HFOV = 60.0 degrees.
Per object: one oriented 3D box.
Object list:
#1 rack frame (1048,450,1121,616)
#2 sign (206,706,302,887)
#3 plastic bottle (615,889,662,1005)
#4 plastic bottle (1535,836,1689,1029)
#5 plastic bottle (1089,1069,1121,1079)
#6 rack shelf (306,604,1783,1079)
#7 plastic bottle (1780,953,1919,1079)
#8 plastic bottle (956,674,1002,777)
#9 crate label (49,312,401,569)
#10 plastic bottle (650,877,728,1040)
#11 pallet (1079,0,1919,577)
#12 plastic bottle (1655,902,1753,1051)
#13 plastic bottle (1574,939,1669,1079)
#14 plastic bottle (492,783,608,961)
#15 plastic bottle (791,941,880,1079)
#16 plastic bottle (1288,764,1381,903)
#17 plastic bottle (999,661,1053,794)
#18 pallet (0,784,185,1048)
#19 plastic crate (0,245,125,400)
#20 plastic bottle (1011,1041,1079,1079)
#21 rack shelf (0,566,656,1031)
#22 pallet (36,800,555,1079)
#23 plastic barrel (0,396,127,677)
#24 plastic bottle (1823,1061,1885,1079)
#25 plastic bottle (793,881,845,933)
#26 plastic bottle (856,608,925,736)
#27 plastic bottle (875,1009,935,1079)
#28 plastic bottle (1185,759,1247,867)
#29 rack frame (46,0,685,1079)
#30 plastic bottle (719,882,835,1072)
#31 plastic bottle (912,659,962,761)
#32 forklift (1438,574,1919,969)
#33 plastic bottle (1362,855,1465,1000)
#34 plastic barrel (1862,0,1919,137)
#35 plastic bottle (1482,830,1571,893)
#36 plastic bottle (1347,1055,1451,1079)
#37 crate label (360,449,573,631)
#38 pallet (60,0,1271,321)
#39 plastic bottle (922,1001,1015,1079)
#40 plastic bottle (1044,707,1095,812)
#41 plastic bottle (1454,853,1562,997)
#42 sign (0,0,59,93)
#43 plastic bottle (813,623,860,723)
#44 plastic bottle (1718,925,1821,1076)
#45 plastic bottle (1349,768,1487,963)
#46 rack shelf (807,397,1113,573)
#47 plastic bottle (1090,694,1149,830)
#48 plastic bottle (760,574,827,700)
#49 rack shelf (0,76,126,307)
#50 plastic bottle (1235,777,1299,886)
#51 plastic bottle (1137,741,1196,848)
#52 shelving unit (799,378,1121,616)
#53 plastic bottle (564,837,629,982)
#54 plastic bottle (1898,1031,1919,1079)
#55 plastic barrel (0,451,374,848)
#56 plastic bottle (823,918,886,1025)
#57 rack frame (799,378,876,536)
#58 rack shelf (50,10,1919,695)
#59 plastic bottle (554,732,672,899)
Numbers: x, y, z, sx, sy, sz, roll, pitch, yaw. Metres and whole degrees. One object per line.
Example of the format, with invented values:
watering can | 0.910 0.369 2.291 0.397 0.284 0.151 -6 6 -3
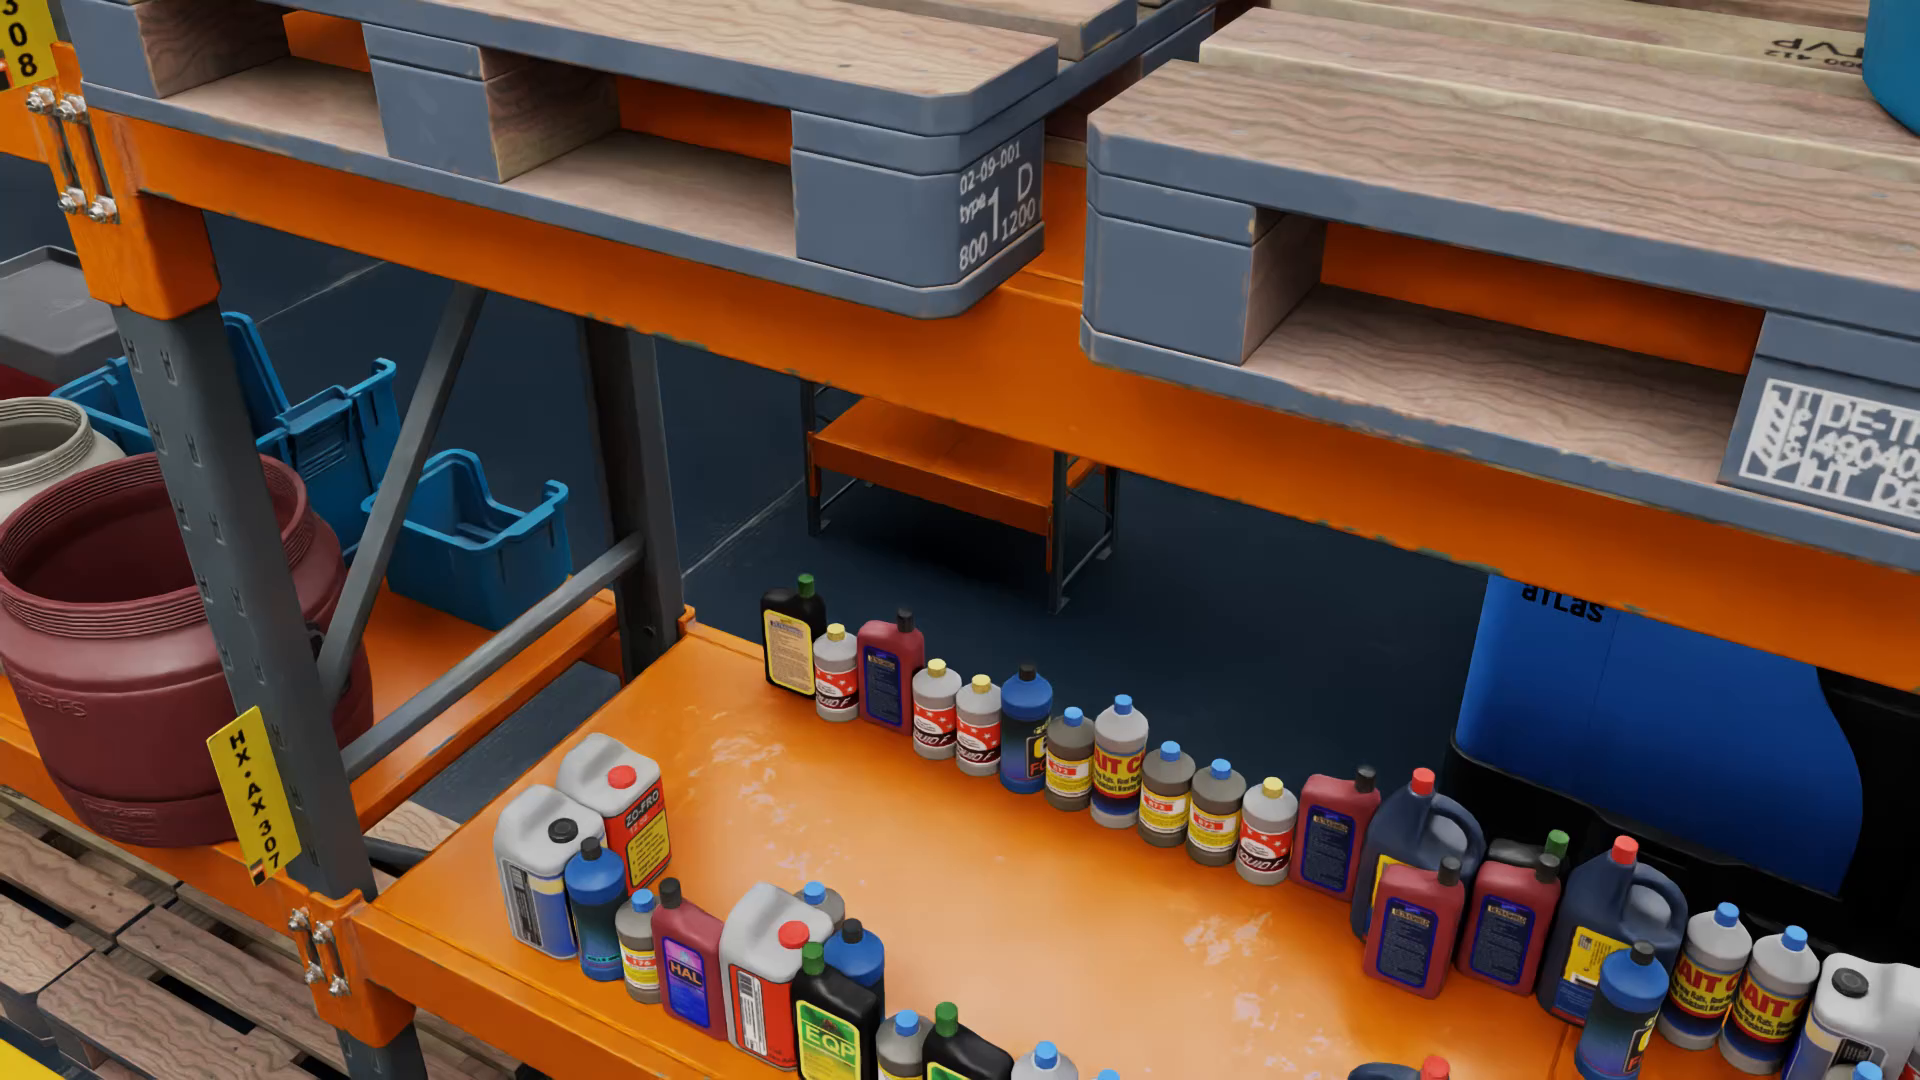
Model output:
rack frame | 0.447 -0.327 5.725 0.032 1.125 0.500 18 37 24
sign | -1.166 0.428 2.754 0.005 0.325 0.100 18 37 24
plastic bottle | -0.512 0.658 2.735 0.097 0.201 0.097 0 34 0
plastic bottle | 1.050 0.621 2.656 0.185 0.351 0.144 18 37 24
plastic bottle | 0.206 0.856 2.374 0.097 0.271 0.097 0 34 0
rack shelf | 0.838 1.078 2.573 4.000 0.370 1.077 18 37 24
plastic bottle | 1.356 0.752 2.527 0.135 0.276 0.152 18 37 24
plastic bottle | 0.040 0.348 3.200 0.097 0.201 0.097 0 34 0
crate label | -1.627 -0.189 3.796 0.616 0.435 0.502 18 37 24
plastic bottle | -0.421 0.664 2.651 0.133 0.283 0.061 18 37 24
pallet | 0.859 -0.320 1.488 1.213 0.211 1.003 18 37 24
plastic bottle | 1.184 0.682 2.636 0.097 0.271 0.097 0 34 0
plastic bottle | 1.028 0.724 2.572 0.097 0.271 0.097 0 34 0
plastic bottle | -0.684 0.555 2.822 0.135 0.276 0.152 18 37 24
plastic bottle | -0.188 0.738 2.541 0.133 0.283 0.061 18 37 24
plastic bottle | 0.656 0.498 2.902 0.133 0.283 0.061 18 37 24
plastic bottle | 0.124 0.346 3.140 0.097 0.271 0.097 0 34 0
pallet | -2.607 0.822 4.826 1.213 0.211 1.003 18 37 24
plastic crate | -2.150 -0.389 4.071 0.583 0.464 0.402 18 37 24
plastic bottle | 0.121 0.829 2.414 0.097 0.271 0.097 0 34 0
rack shelf | -2.635 -0.022 4.225 4.000 0.370 1.077 18 37 24
pallet | -1.552 1.158 4.321 1.213 0.211 1.003 18 37 24
plastic barrel | -1.898 0.002 3.439 0.421 0.512 0.421 0 34 0
plastic bottle | 1.310 0.848 2.450 0.097 0.201 0.097 0 34 0
plastic bottle | -0.236 0.648 2.749 0.097 0.201 0.097 0 34 0
plastic bottle | -0.136 0.247 3.278 0.133 0.283 0.061 18 37 24
plastic bottle | -0.079 0.795 2.529 0.097 0.201 0.097 0 34 0
plastic bottle | 0.463 0.482 2.999 0.097 0.201 0.097 0 34 0
rack frame | -0.899 0.229 3.200 0.127 3.000 1.000 18 37 24
plastic bottle | -0.282 0.682 2.631 0.135 0.276 0.152 18 37 24
plastic bottle | -0.045 0.322 3.240 0.097 0.201 0.097 0 34 0
forklift | 2.929 -0.134 3.807 3.031 2.935 1.130 20 39 28
plastic bottle | 0.745 0.618 2.721 0.133 0.283 0.061 18 37 24
plastic barrel | 1.016 -0.699 1.056 0.708 0.901 0.600 18 37 24
plastic bottle | 0.933 0.585 2.770 0.133 0.283 0.061 18 37 24
plastic bottle | 0.616 0.841 2.325 0.185 0.351 0.144 18 37 24
crate label | -1.079 0.002 3.691 0.416 0.233 0.303 18 37 24
pallet | -0.283 -0.684 2.034 1.213 0.211 1.003 18 37 24
plastic bottle | 0.012 0.802 2.445 0.133 0.283 0.061 18 37 24
plastic bottle | 0.209 0.402 3.120 0.097 0.201 0.097 0 34 0
plastic bottle | 0.902 0.615 2.726 0.133 0.283 0.061 18 37 24
sign | -1.166 -0.709 1.997 0.005 0.325 0.100 18 37 24
plastic bottle | -0.245 0.258 3.335 0.097 0.201 0.097 0 34 0
plastic bottle | 1.269 0.708 2.596 0.097 0.271 0.097 0 34 0
plastic bottle | 0.774 0.533 2.787 0.185 0.351 0.144 18 37 24
rack shelf | 0.006 -0.263 6.071 1.000 0.278 0.538 18 37 24
plastic bottle | 0.294 0.399 3.060 0.097 0.271 0.097 0 34 0
plastic bottle | -0.336 0.183 3.374 0.133 0.283 0.061 18 37 24
rack shelf | -2.635 -1.270 3.394 4.000 0.370 1.077 18 37 24
plastic bottle | 0.547 0.509 2.959 0.097 0.201 0.097 0 34 0
plastic bottle | 0.378 0.455 3.039 0.097 0.201 0.097 0 34 0
shelving unit | 0.006 -0.466 5.935 1.048 1.125 0.538 18 37 24
plastic bottle | -0.597 0.602 2.756 0.097 0.271 0.097 0 34 0
plastic bottle | 1.470 0.801 2.520 0.097 0.201 0.097 0 34 0
plastic barrel | -1.452 0.190 3.135 0.708 0.536 0.600 18 37 24
plastic bottle | -0.165 0.700 2.609 0.097 0.271 0.097 0 34 0
rack frame | -0.435 -0.606 6.145 0.032 1.125 0.500 18 37 24
rack shelf | 0.838 -0.170 1.742 4.000 0.370 1.077 18 37 24
plastic bottle | -0.608 0.482 2.932 0.135 0.276 0.152 18 37 24
